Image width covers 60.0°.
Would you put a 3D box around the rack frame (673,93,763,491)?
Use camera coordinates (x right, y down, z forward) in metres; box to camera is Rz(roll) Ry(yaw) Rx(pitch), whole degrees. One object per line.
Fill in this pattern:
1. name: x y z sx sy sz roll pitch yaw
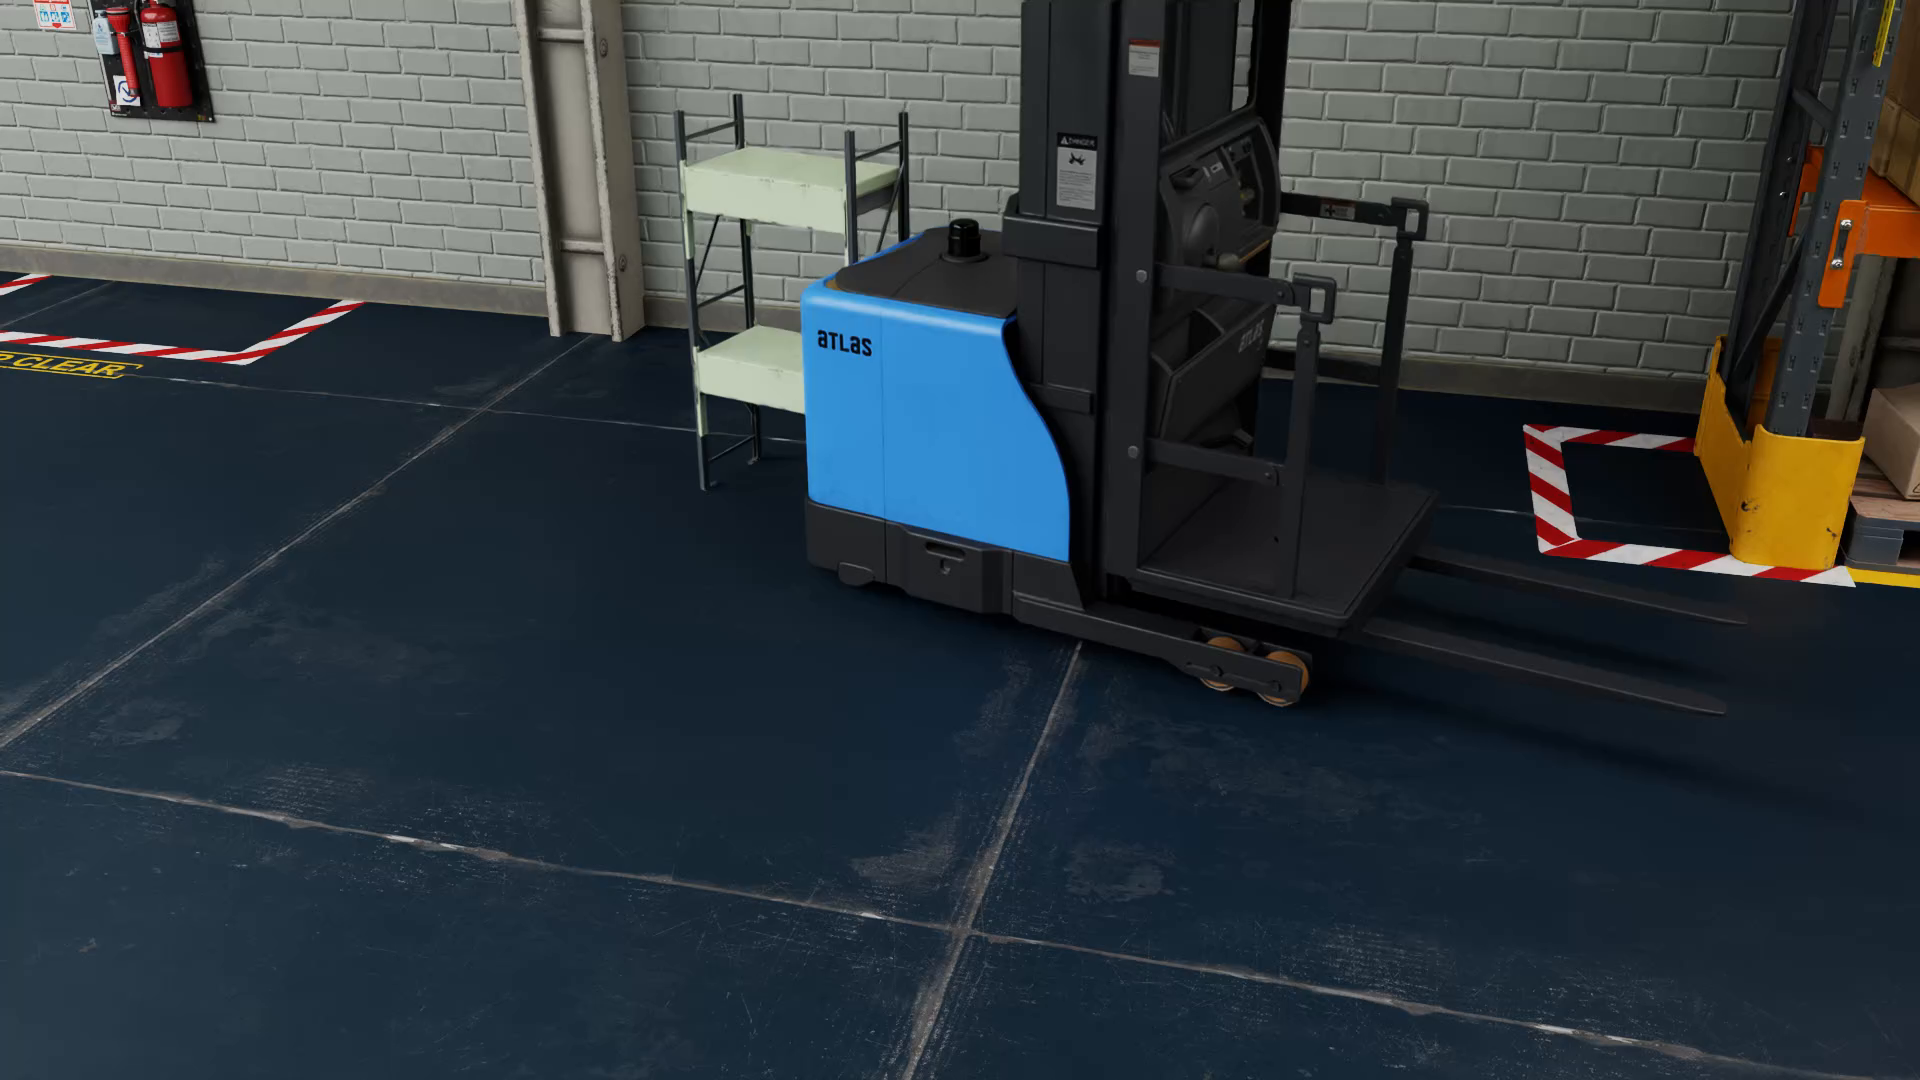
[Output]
1. rack frame: -0.934 -0.949 6.498 0.023 1.500 0.400 13 29 26

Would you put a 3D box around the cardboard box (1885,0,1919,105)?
1. cardboard box: 3.580 -1.824 5.870 0.500 0.500 0.500 6 26 12

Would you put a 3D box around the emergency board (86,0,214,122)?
1. emergency board: -4.231 -2.714 8.461 0.643 1.169 0.194 6 26 13

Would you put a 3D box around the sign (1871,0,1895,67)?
1. sign: 2.935 -1.671 5.263 0.005 0.325 0.100 6 26 13

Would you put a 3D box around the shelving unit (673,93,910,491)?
1. shelving unit: -0.613 -0.873 6.339 0.755 1.500 0.431 13 29 26

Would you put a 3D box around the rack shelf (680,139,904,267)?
1. rack shelf: -0.613 -1.225 6.171 0.720 0.370 0.431 13 29 26

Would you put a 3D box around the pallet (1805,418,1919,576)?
1. pallet: 3.922 -0.137 6.292 1.213 0.211 1.003 6 26 13

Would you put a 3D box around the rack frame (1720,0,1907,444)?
1. rack frame: 3.070 -1.506 5.923 0.127 3.000 1.000 6 26 13

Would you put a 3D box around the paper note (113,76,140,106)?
1. paper note: -4.386 -2.364 8.750 0.142 0.148 0.016 6 26 13

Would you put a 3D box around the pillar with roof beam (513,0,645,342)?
1. pillar with roof beam: -2.920 -3.350 2.817 0.400 9.000 9.100 6 26 13

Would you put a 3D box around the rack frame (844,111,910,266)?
1. rack frame: -0.292 -0.797 6.180 0.023 1.500 0.400 13 29 26

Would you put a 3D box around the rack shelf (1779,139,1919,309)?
1. rack shelf: 5.007 -0.967 5.628 4.000 0.370 1.077 6 26 13

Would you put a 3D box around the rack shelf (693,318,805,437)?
1. rack shelf: -0.613 -0.579 6.479 0.720 0.370 0.431 13 29 26

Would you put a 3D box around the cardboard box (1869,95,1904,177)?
1. cardboard box: 3.571 -1.478 6.016 0.500 0.250 0.500 7 26 14

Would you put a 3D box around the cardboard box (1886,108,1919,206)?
1. cardboard box: 3.464 -1.263 5.564 0.500 0.250 0.500 6 26 11

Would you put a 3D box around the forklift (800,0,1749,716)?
1. forklift: 0.992 -1.068 5.084 3.031 2.935 1.130 13 29 26

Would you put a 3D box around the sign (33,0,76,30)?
1. sign: -4.741 -2.832 8.667 0.234 0.329 0.001 6 26 13

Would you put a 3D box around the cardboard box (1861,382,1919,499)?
1. cardboard box: 3.718 -0.379 6.172 0.500 0.311 0.500 3 26 7

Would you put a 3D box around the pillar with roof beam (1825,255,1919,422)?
1. pillar with roof beam: 2.891 -2.707 1.468 0.400 9.000 9.100 6 26 13

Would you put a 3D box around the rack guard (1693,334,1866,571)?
1. rack guard: 3.144 -0.369 6.444 0.348 0.500 1.175 6 26 13

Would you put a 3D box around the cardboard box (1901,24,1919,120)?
1. cardboard box: 3.458 -1.609 5.420 0.500 0.500 0.500 6 26 13
